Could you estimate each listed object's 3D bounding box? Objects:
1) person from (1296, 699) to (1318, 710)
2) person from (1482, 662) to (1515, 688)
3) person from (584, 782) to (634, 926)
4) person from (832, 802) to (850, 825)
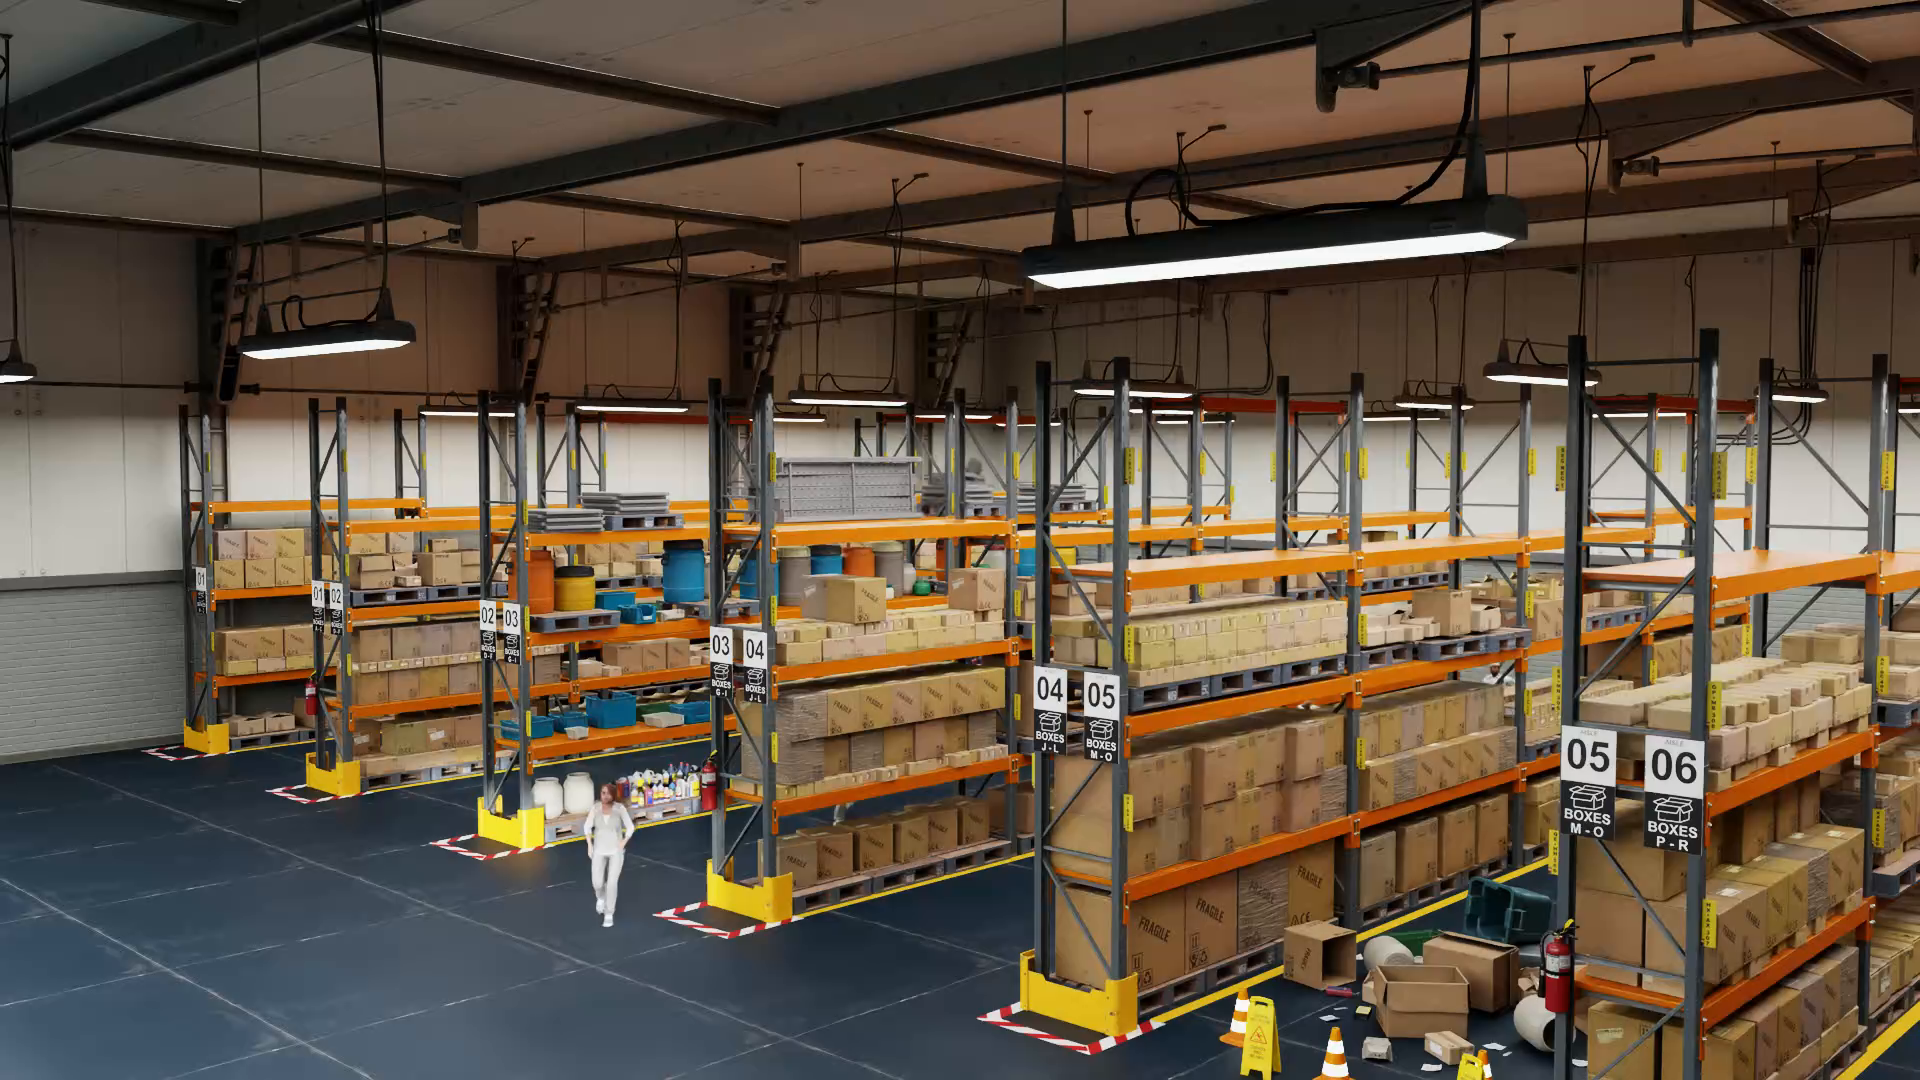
[{"bbox_3d":[5.074,3.032,24.075,0.636,1.842,0.832,2,4,38],"label":"person"},{"bbox_3d":[9.133,2.847,28.287,0.594,1.654,0.578,3,4,42],"label":"person"},{"bbox_3d":[-3.843,3.429,18.205,0.552,1.570,0.537,0,3,-7],"label":"person"},{"bbox_3d":[-1.613,3.144,23.198,0.573,1.640,0.624,1,3,22],"label":"person"}]
